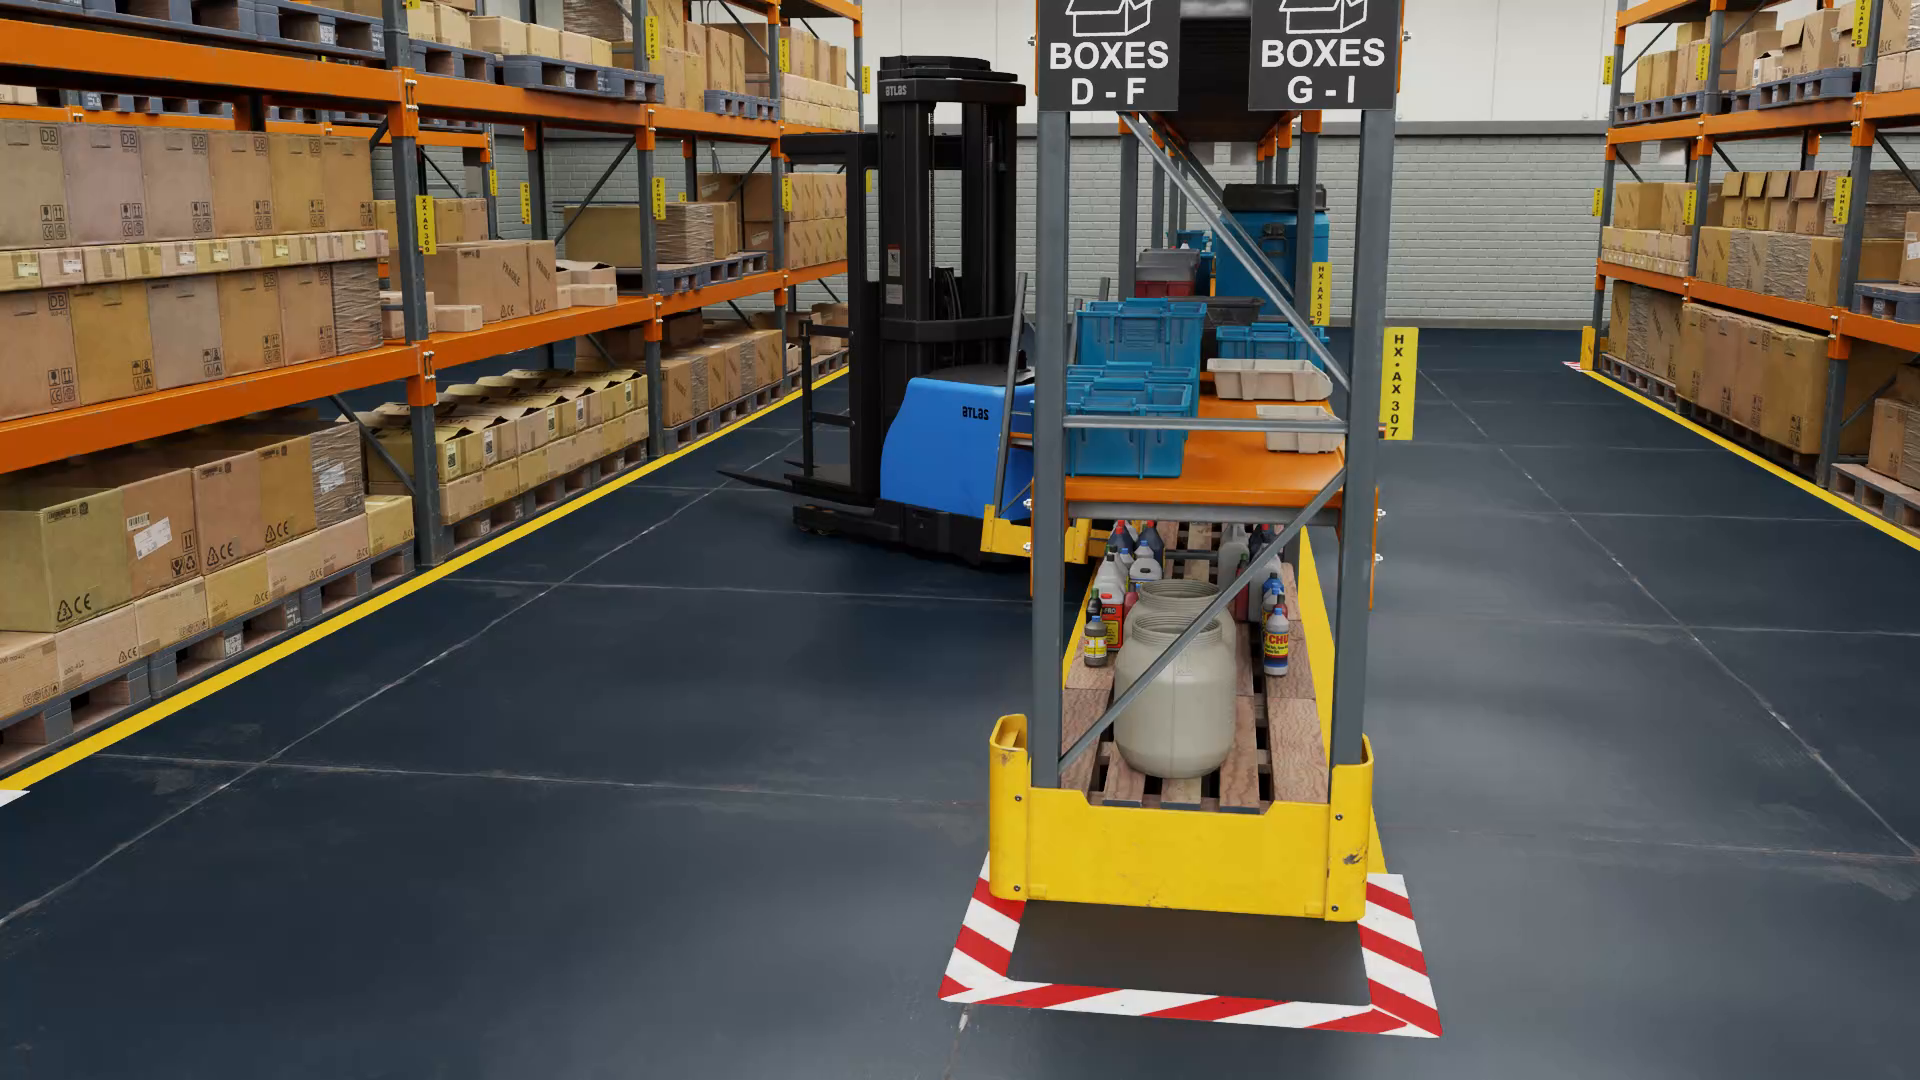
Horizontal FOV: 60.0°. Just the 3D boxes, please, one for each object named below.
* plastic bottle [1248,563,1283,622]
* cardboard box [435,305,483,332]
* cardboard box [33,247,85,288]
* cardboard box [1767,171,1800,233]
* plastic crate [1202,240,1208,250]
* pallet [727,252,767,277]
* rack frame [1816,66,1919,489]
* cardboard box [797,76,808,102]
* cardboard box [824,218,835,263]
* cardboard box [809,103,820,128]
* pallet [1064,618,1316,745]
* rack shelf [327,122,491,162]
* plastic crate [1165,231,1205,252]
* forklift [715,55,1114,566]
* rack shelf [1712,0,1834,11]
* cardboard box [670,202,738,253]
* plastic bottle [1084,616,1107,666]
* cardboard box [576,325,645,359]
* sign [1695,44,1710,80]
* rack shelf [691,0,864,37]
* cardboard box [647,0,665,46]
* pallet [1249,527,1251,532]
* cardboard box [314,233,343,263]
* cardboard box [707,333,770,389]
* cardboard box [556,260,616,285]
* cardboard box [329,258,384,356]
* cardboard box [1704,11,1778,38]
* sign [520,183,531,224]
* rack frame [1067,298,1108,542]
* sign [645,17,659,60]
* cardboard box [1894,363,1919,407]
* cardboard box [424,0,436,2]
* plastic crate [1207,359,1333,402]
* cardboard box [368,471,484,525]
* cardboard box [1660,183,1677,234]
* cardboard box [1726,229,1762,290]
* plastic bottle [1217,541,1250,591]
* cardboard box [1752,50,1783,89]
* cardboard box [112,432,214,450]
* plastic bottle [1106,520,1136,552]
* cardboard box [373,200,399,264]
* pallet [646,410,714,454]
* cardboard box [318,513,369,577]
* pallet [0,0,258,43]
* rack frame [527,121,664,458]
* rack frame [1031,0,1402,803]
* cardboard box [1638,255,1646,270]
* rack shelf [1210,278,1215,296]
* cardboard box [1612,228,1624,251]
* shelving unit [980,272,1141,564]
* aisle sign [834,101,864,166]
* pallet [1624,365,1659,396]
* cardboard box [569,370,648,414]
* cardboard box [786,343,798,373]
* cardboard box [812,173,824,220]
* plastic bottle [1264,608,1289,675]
[{"bbox_3d":[1.416,0.232,7.716,0.152,0.276,0.135,2,12,10],"label":"plastic bottle"},{"bbox_3d":[-3.217,-1.385,10.394,0.380,0.149,0.250,2,12,9],"label":"cardboard box"},{"bbox_3d":[-3.779,-1.097,6.686,0.380,0.149,0.250,2,12,8],"label":"cardboard box"},{"bbox_3d":[7.176,-2.807,13.779,0.797,0.503,0.637,2,12,10],"label":"cardboard box"},{"bbox_3d":[2.572,-3.236,18.646,0.416,0.233,0.300,2,12,9],"label":"plastic crate"},{"bbox_3d":[-2.556,-2.738,16.535,1.003,0.211,1.213,2,12,9],"label":"pallet"},{"bbox_3d":[6.848,-1.840,11.913,1.000,3.000,0.127,2,12,9],"label":"rack frame"},{"bbox_3d":[-1.930,-4.830,17.832,0.500,0.250,0.500,2,12,9],"label":"cardboard box"},{"bbox_3d":[-1.746,-3.458,19.180,0.500,0.500,0.500,2,12,8],"label":"cardboard box"},{"bbox_3d":[-1.846,-4.689,18.367,0.500,0.250,0.500,2,12,9],"label":"cardboard box"},{"bbox_3d":[1.009,0.588,7.264,1.003,0.211,1.213,2,12,9],"label":"pallet"},{"bbox_3d":[-6.913,-4.686,19.703,1.077,0.370,4.000,2,12,9],"label":"rack shelf"},{"bbox_3d":[2.304,-2.963,17.019,0.392,0.384,0.575,2,12,9],"label":"plastic crate"},{"bbox_3d":[-0.435,-1.528,10.624,1.130,2.935,3.031,-12,17,-43],"label":"forklift"},{"bbox_3d":[7.155,-4.642,13.331,1.077,0.370,4.000,2,12,9],"label":"rack shelf"},{"bbox_3d":[-2.619,-3.158,16.791,0.700,0.500,0.500,-2,12,-10],"label":"cardboard box"},{"bbox_3d":[0.573,0.421,7.019,0.097,0.201,0.097,0,12,0],"label":"plastic bottle"},{"bbox_3d":[-3.024,-1.736,14.538,0.500,0.250,0.500,2,12,11],"label":"cardboard box"},{"bbox_3d":[6.914,-4.449,15.480,0.100,0.325,0.005,2,12,9],"label":"sign"},{"bbox_3d":[-2.017,-5.991,18.646,1.077,0.370,4.000,2,12,9],"label":"rack shelf"},{"bbox_3d":[-2.788,-4.363,13.887,0.500,0.500,0.500,2,12,9],"label":"cardboard box"},{"bbox_3d":[1.606,-0.224,11.034,1.003,0.211,1.213,2,12,9],"label":"pallet"},{"bbox_3d":[-3.463,-1.526,8.677,0.380,0.149,0.250,2,12,7],"label":"cardboard box"},{"bbox_3d":[-2.202,-1.773,16.491,0.500,0.500,0.500,2,12,9],"label":"cardboard box"},{"bbox_3d":[-3.039,-2.044,13.071,0.500,0.311,0.500,3,12,12],"label":"cardboard box"},{"bbox_3d":[-3.617,-1.286,9.102,0.700,0.500,0.500,2,12,7],"label":"cardboard box"},{"bbox_3d":[7.614,-5.005,16.224,0.500,0.250,0.500,1,12,5],"label":"cardboard box"},{"bbox_3d":[-3.478,-2.705,13.365,0.100,0.325,0.005,2,12,9],"label":"sign"},{"bbox_3d":[0.829,-0.652,9.746,0.500,1.500,0.032,7,3,21],"label":"rack frame"},{"bbox_3d":[-2.393,-3.900,12.936,0.100,0.325,0.005,2,12,9],"label":"sign"},{"bbox_3d":[6.774,-1.060,11.399,0.500,0.250,0.500,2,12,11],"label":"cardboard box"},{"bbox_3d":[-3.421,-3.421,9.709,0.500,0.500,0.500,2,12,9],"label":"cardboard box"},{"bbox_3d":[1.339,-0.693,7.215,0.530,0.136,0.437,2,12,9],"label":"plastic crate"},{"bbox_3d":[-3.248,-0.267,10.140,0.500,0.250,0.500,2,12,7],"label":"cardboard box"},{"bbox_3d":[7.351,-3.320,16.650,0.500,0.500,0.500,2,12,9],"label":"cardboard box"},{"bbox_3d":[6.991,-2.425,14.390,0.500,0.500,0.500,2,12,7],"label":"cardboard box"},{"bbox_3d":[1.345,0.132,8.182,0.152,0.276,0.135,2,12,9],"label":"plastic bottle"},{"bbox_3d":[7.205,-4.076,14.380,0.500,0.311,0.500,1,12,7],"label":"cardboard box"},{"bbox_3d":[-4.090,-0.263,8.342,0.500,0.500,0.500,2,12,9],"label":"cardboard box"},{"bbox_3d":[0.804,0.066,8.309,0.144,0.351,0.185,2,12,10],"label":"plastic bottle"},{"bbox_3d":[-7.003,-3.565,19.205,0.980,0.700,0.700,2,12,7],"label":"cardboard box"},{"bbox_3d":[-2.788,-0.953,14.415,1.003,0.211,1.213,2,12,9],"label":"pallet"},{"bbox_3d":[-3.497,0.017,8.826,0.500,0.250,0.500,2,12,9],"label":"cardboard box"},{"bbox_3d":[-3.851,-2.321,7.233,1.003,0.211,1.213,2,12,9],"label":"pallet"},{"bbox_3d":[-2.940,-2.162,13.406,1.000,3.000,0.127,2,12,9],"label":"rack frame"},{"bbox_3d":[0.723,-0.336,4.930,1.000,3.000,0.127,2,12,9],"label":"rack frame"},{"bbox_3d":[7.424,-2.945,17.634,0.380,0.149,0.250,2,12,10],"label":"cardboard box"},{"bbox_3d":[2.261,-2.066,14.665,1.077,0.370,4.000,2,12,9],"label":"rack shelf"},{"bbox_3d":[7.664,-3.378,18.699,0.500,0.250,0.500,2,12,8],"label":"cardboard box"},{"bbox_3d":[0.651,-0.652,9.279,0.587,1.500,1.083,7,3,21],"label":"shelving unit"},{"bbox_3d":[-1.397,-5.103,20.879,0.394,0.787,0.004,2,12,9],"label":"aisle sign"},{"bbox_3d":[7.842,-1.720,17.975,1.003,0.211,1.213,2,12,9],"label":"pallet"},{"bbox_3d":[-2.777,-1.180,13.049,0.500,0.311,0.500,2,12,10],"label":"cardboard box"},{"bbox_3d":[-2.047,-1.976,17.880,0.500,0.311,0.500,2,12,9],"label":"cardboard box"},{"bbox_3d":[-1.816,-3.836,18.562,0.500,0.500,0.500,2,12,7],"label":"cardboard box"},{"bbox_3d":[1.310,0.416,6.876,0.097,0.271,0.097,0,12,0],"label":"plastic bottle"}]
